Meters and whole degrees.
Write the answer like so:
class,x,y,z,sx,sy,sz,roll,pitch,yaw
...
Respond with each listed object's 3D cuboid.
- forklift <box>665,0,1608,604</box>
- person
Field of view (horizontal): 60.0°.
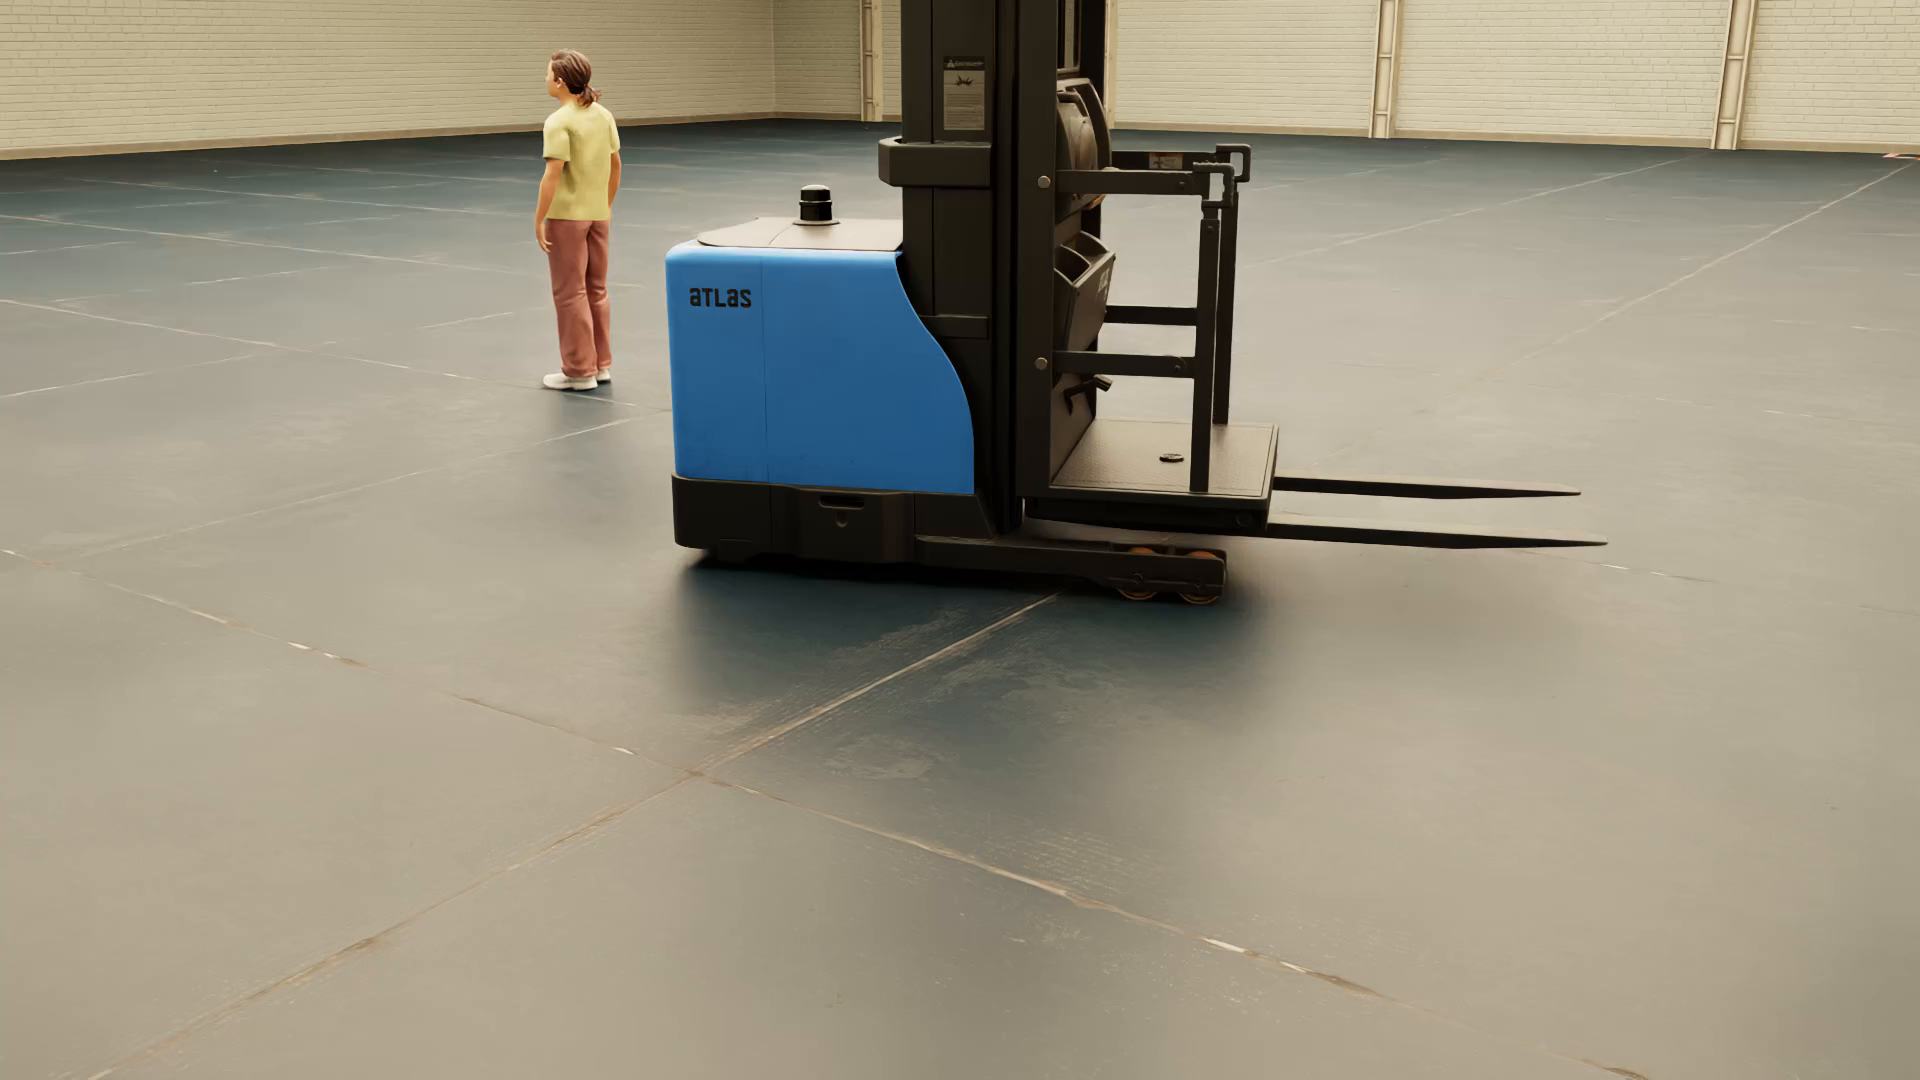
class,x,y,z,sx,sy,sz,roll,pitch,yaw
forklift,0.595,-1.367,5.404,3.031,2.935,1.130,4,17,12
person,-1.968,-1.590,8.327,0.536,1.679,0.541,10,19,30
